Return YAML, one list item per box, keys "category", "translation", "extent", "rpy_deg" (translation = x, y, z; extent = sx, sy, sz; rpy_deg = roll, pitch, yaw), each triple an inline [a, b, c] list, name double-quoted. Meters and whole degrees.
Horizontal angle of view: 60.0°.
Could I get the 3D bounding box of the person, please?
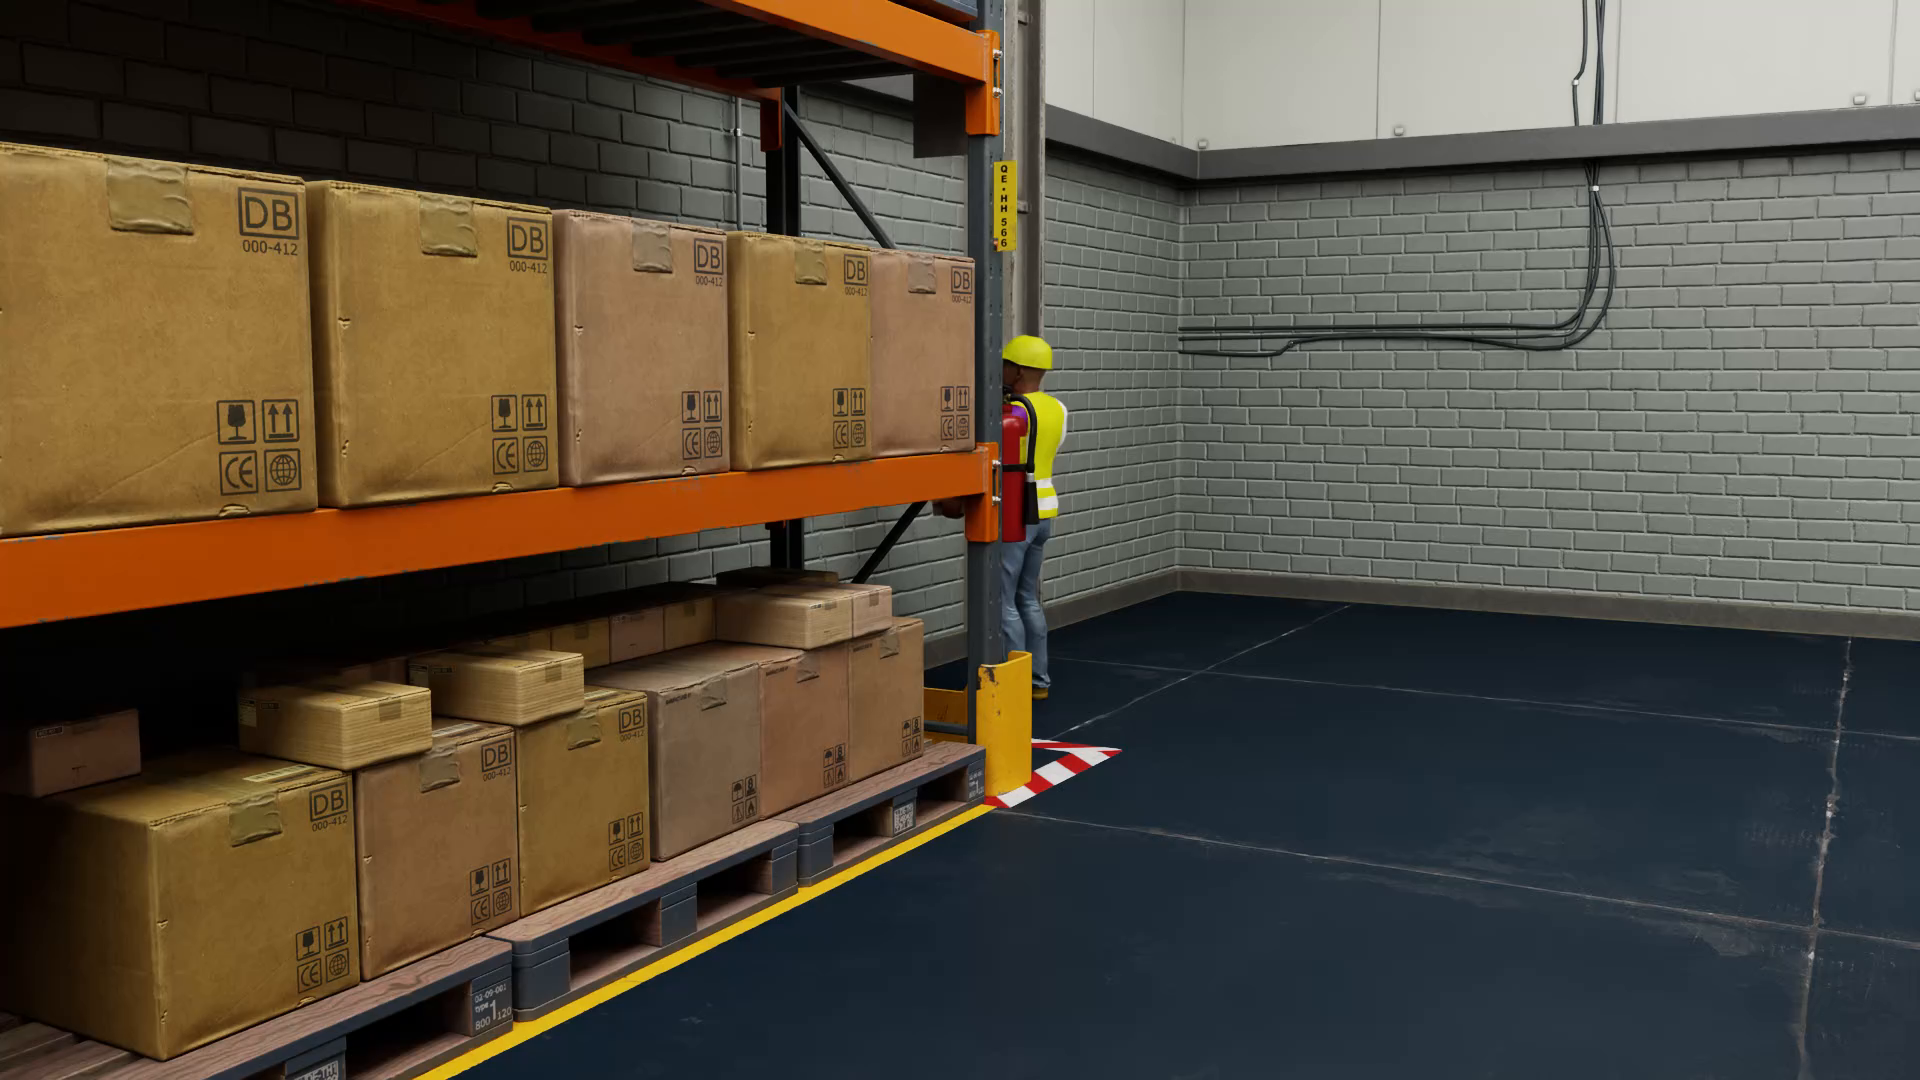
- category: "person"
  translation: [0.184, -0.096, 7.986]
  extent: [0.587, 1.760, 0.484]
  rpy_deg: [3, 7, 29]
